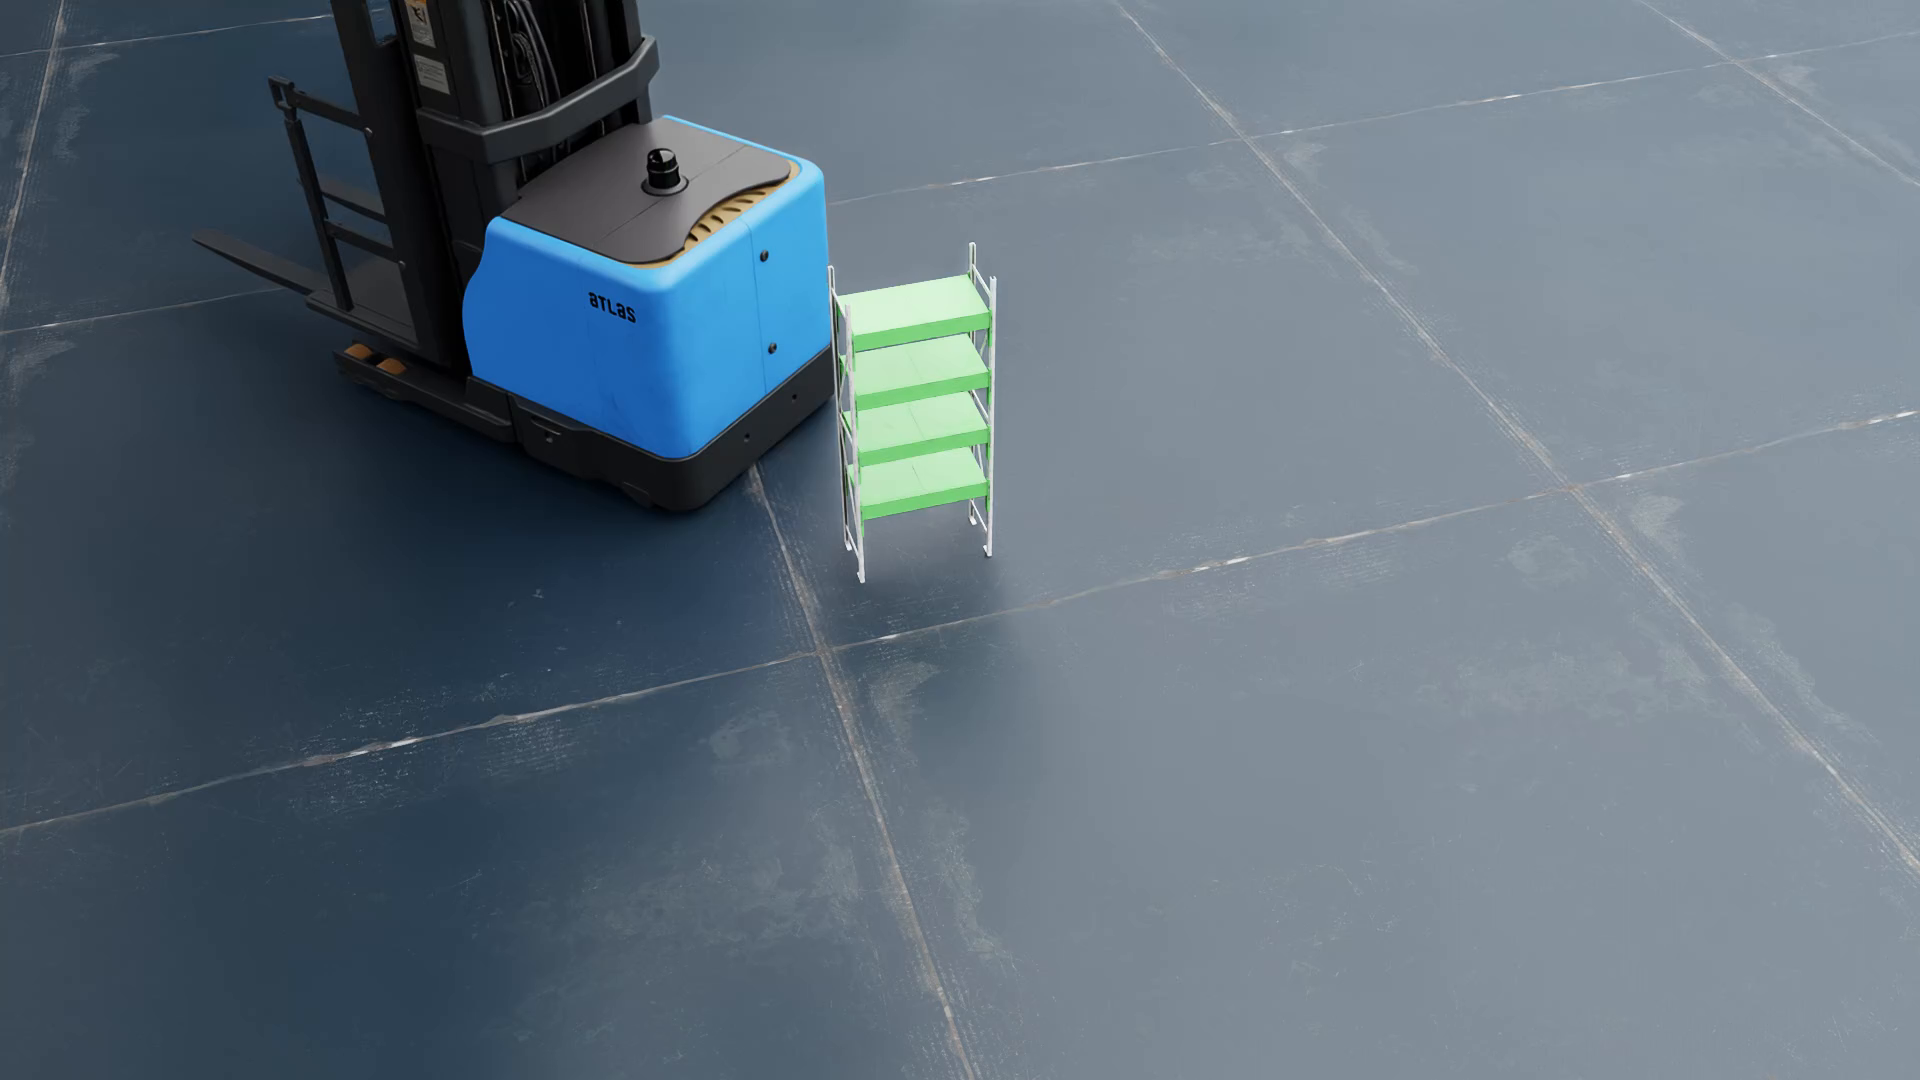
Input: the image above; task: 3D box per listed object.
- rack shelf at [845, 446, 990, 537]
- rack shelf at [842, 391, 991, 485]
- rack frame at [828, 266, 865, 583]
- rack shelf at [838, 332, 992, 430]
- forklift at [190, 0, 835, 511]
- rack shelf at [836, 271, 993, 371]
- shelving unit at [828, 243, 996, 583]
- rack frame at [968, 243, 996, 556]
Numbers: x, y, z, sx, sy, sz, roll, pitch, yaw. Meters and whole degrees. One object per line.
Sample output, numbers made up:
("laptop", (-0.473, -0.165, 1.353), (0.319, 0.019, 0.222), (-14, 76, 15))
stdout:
("rack shelf", (-0.158, -0.190, 6.018), (0.480, 0.148, 0.258), (-12, 42, -13))
("rack shelf", (-0.158, -0.371, 5.860), (0.480, 0.148, 0.258), (-12, 42, -13))
("rack frame", (-0.391, -0.371, 5.763), (0.015, 1.200, 0.240), (-12, 42, -13))
("rack shelf", (-0.158, -0.552, 5.702), (0.480, 0.148, 0.258), (-12, 42, -13))
("forklift", (-2.014, -1.959, 6.264), (3.031, 2.935, 1.130), (23, 46, 24))
("rack shelf", (-0.158, -0.732, 5.544), (0.480, 0.148, 0.258), (-12, 42, -13))
("shelving unit", (-0.158, -0.419, 5.818), (0.503, 1.200, 0.258), (-12, 42, -13))
("rack frame", (0.075, -0.467, 5.873), (0.015, 1.200, 0.240), (-12, 42, -13))
